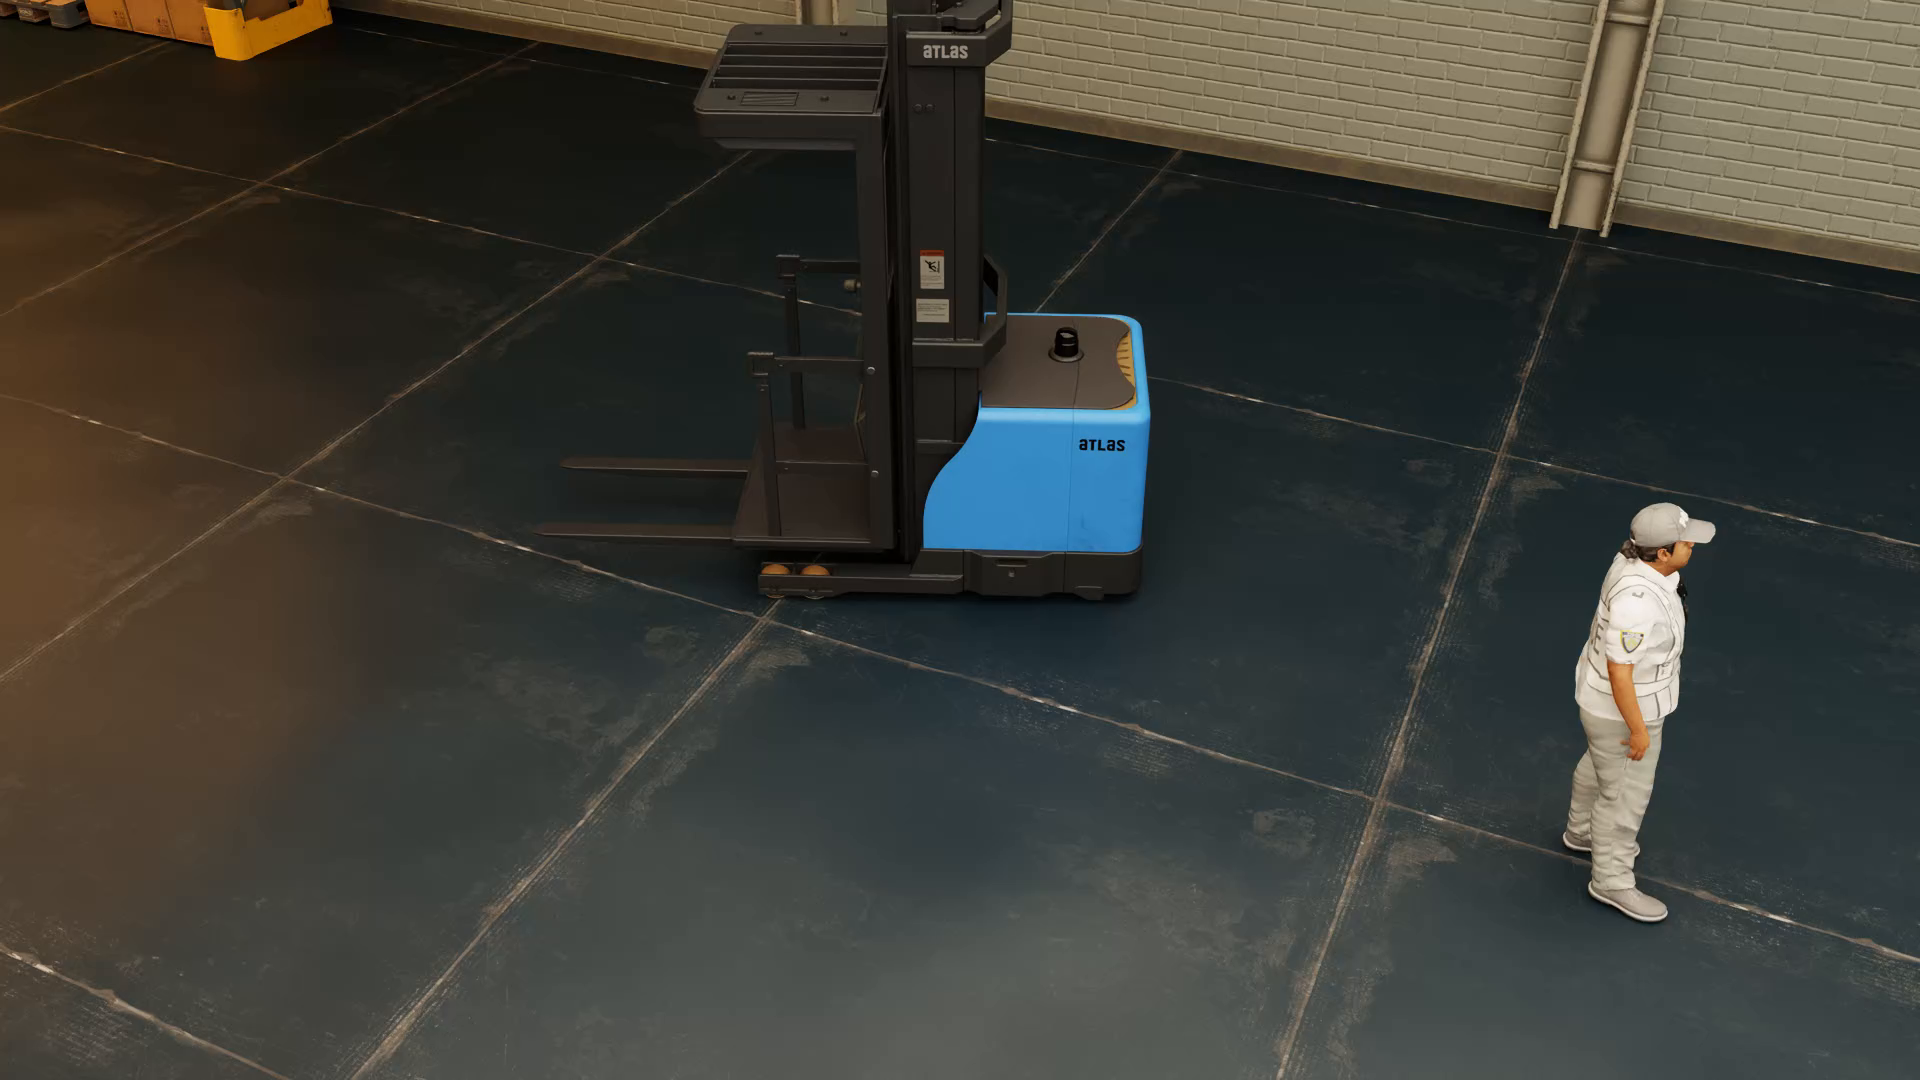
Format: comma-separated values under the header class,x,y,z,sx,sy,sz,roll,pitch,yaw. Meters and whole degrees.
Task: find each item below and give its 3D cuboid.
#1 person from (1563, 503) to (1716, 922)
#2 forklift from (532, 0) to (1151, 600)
class,x,y,z,sx,sy,sz,roll,pitch,yaw
person,2.599,0.618,6.297,0.529,1.670,0.598,11,37,16
forklift,-0.608,-1.208,7.780,3.031,2.935,1.130,1,36,2
